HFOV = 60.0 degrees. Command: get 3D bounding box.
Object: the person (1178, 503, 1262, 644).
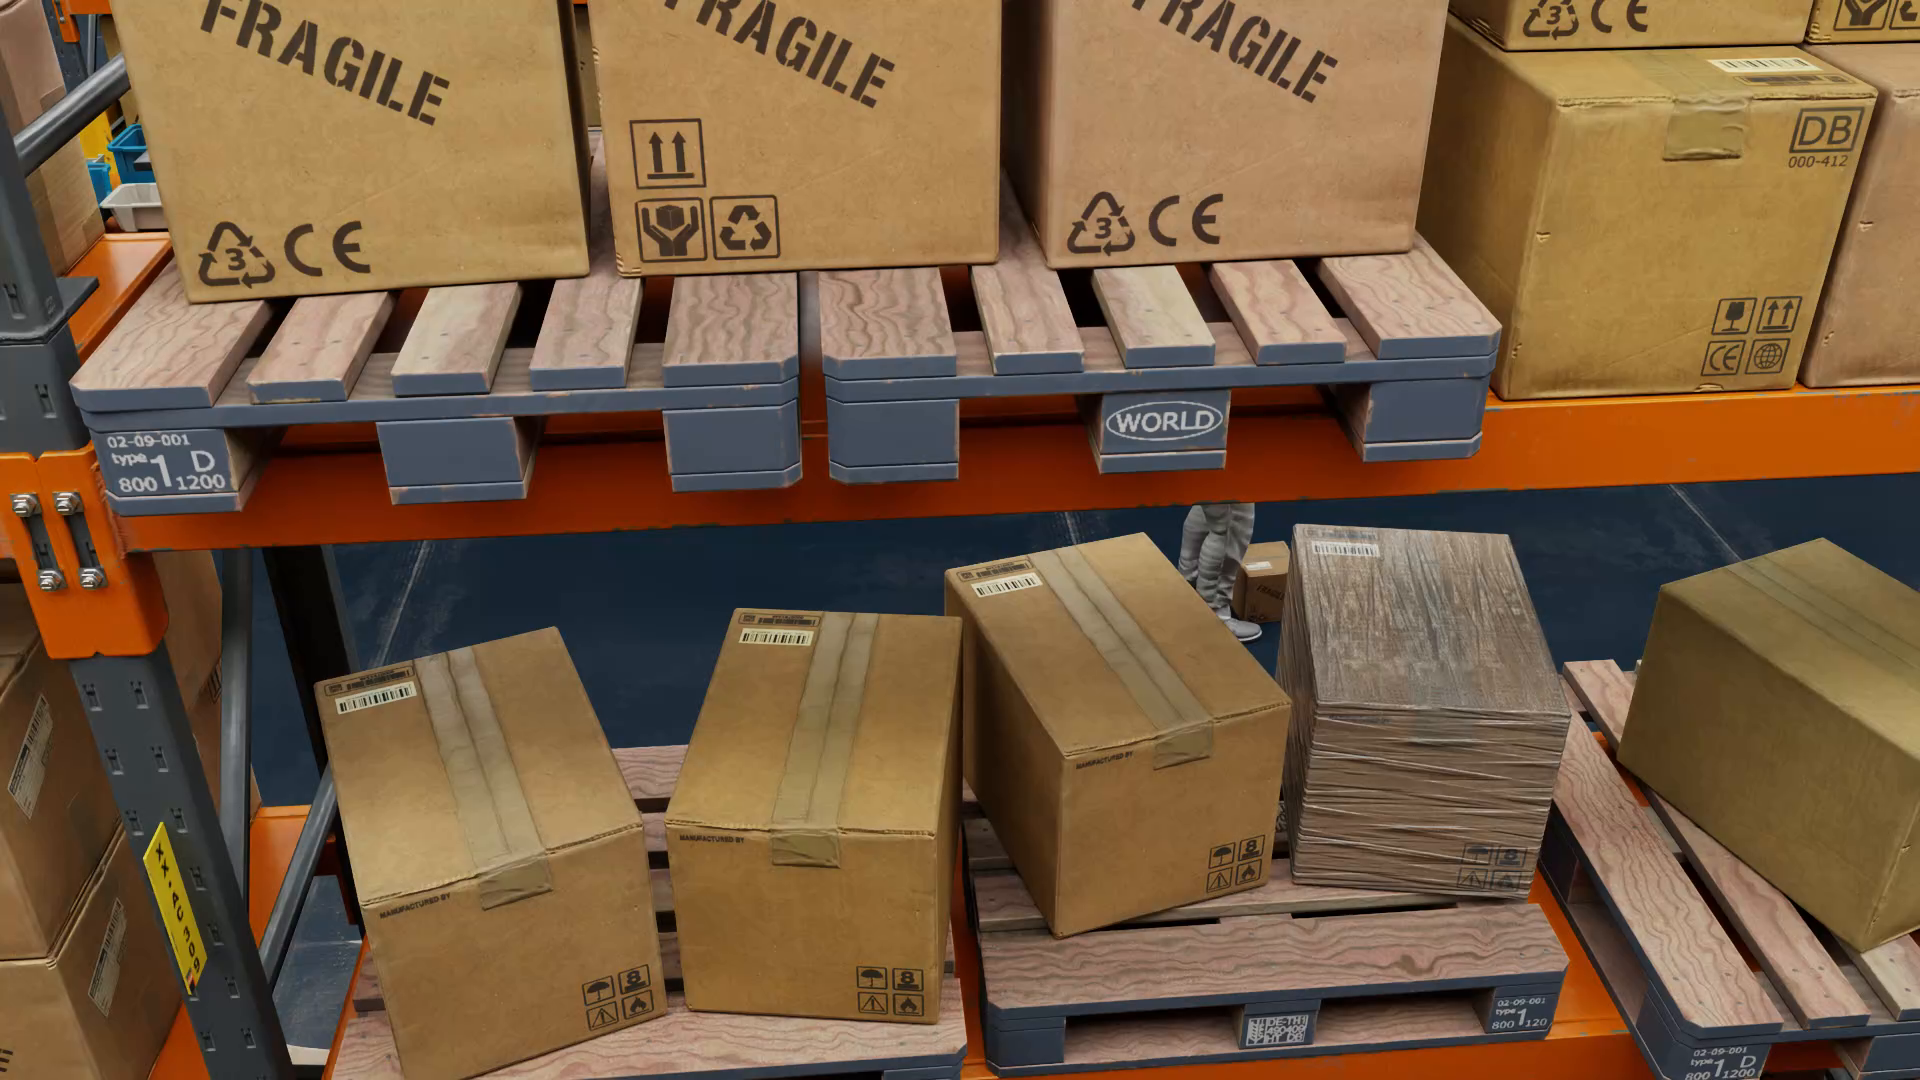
[{"bbox_3d":[1.095,-0.412,6.804,0.467,1.667,0.558,-4,32,-6],"label":"person"}]
